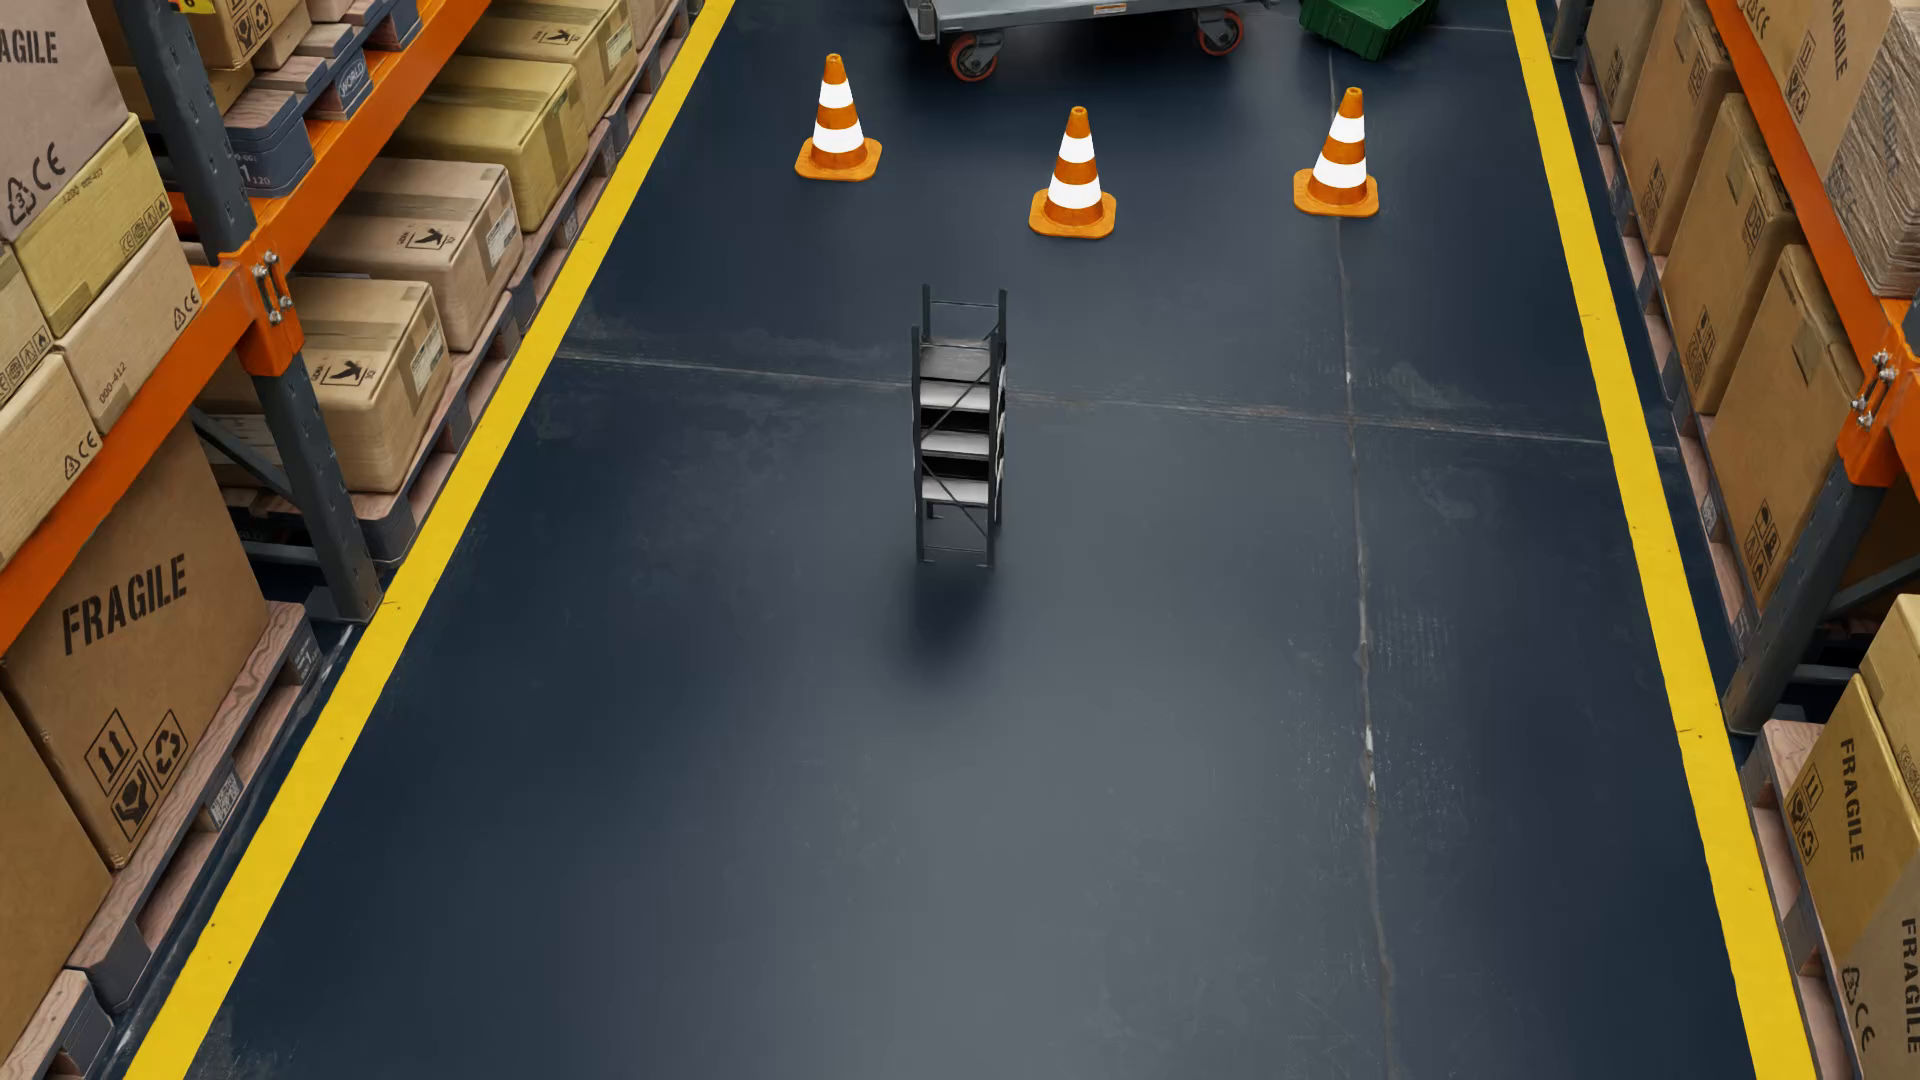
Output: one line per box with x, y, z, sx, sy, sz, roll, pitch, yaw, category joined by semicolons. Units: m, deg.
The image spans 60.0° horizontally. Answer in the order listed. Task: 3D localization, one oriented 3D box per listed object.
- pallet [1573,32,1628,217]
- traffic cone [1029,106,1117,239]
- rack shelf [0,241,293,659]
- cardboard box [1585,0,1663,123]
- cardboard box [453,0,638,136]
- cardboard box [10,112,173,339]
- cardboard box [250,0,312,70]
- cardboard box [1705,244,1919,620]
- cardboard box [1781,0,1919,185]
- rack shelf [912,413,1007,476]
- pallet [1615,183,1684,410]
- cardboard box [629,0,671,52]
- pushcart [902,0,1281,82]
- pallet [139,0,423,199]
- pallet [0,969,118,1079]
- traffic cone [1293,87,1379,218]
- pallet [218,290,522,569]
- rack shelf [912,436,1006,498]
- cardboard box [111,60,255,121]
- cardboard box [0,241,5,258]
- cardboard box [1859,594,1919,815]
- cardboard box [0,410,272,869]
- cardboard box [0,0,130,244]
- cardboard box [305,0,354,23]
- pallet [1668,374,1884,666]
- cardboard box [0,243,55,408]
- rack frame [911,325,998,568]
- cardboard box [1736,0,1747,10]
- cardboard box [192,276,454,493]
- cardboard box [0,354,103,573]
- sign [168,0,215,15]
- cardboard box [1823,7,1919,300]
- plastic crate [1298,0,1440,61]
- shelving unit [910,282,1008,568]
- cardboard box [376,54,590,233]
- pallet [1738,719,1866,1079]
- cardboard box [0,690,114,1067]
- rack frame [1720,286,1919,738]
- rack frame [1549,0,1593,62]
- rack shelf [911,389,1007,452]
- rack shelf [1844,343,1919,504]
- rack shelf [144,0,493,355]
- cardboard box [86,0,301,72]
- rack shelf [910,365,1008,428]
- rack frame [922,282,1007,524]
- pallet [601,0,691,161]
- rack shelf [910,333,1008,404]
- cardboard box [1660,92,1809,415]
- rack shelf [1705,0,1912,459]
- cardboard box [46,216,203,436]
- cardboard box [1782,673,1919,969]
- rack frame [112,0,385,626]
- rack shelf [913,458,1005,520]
3.165;-1.720;6.913;1.003;0.211;1.213;5;44;6;pallet
0.449;-1.464;6.459;0.336;0.463;0.334;5;44;6;traffic cone
-2.521;0.704;2.848;1.077;0.370;4.000;5;44;6;rack shelf
3.199;-2.169;6.690;1.050;0.750;0.750;5;44;5;cardboard box
-1.886;-1.996;6.782;0.950;0.372;0.625;8;44;8;cardboard box
-2.069;-0.694;3.546;0.500;0.250;0.500;5;44;5;cardboard box
-1.959;-1.375;4.398;0.380;0.149;0.250;3;44;3;cardboard box
2.833;-0.281;4.696;1.050;0.750;0.750;5;44;5;cardboard box
2.524;-1.246;4.312;0.500;0.500;0.500;5;44;6;cardboard box
-0.001;-0.297;4.958;0.258;0.077;0.200;5;44;6;rack shelf
3.006;-0.886;6.032;1.003;0.211;1.213;5;44;6;pallet
-1.795;-2.487;7.300;0.950;0.372;0.625;6;44;6;cardboard box
0.539;-2.521;7.638;1.648;0.377;0.936;-9;44;-9;pushcart
-2.268;-1.346;4.629;1.213;0.211;1.003;5;44;6;pallet
-2.599;1.452;3.563;1.003;0.211;1.213;5;44;6;pallet
1.518;-1.567;6.568;0.336;0.463;0.334;5;44;6;traffic cone
-2.152;-0.440;5.561;1.003;0.211;1.213;5;44;6;pallet
-0.001;-0.232;5.020;0.258;0.077;0.200;5;44;6;rack shelf
-2.029;-1.186;4.198;0.380;0.149;0.250;3;44;3;cardboard box
-2.125;-0.593;2.894;0.500;0.500;0.500;6;44;6;cardboard box
2.332;0.392;3.622;0.500;0.250;0.500;3;44;4;cardboard box
-2.430;0.162;4.137;0.875;0.875;0.875;5;44;5;cardboard box
-2.066;-0.943;3.264;0.500;0.500;0.500;4;44;4;cardboard box
-1.877;-1.558;4.591;0.380;0.149;0.250;3;44;3;cardboard box
2.842;-0.057;5.156;1.003;0.211;1.213;5;44;6;pallet
-2.133;-0.344;3.177;0.500;0.250;0.500;4;44;4;cardboard box
-0.015;-0.252;4.862;0.240;0.900;0.006;5;44;6;rack frame
2.654;-1.937;5.041;0.500;0.500;0.500;6;44;6;cardboard box
-2.172;-0.502;5.205;0.950;0.372;0.625;3;43;3;cardboard box
-2.118;-0.148;3.333;0.500;0.250;0.500;6;44;6;cardboard box
-1.706;-1.292;3.591;0.100;0.325;0.005;5;44;6;sign
2.457;-0.906;3.953;0.500;0.500;0.500;5;44;6;cardboard box
1.917;-2.502;7.714;0.450;0.188;0.662;35;53;18;plastic crate
-0.001;-0.321;4.935;0.258;0.900;0.210;5;44;6;shelving unit
-1.976;-1.522;6.282;0.950;0.372;0.625;7;44;7;cardboard box
2.559;1.006;4.034;1.003;0.211;1.213;5;44;6;pallet
-2.552;0.770;3.495;0.875;0.875;0.875;6;44;6;cardboard box
2.663;-0.539;3.637;1.000;3.000;0.127;5;44;6;rack frame
3.192;-3.265;6.516;1.000;3.000;0.127;5;44;6;rack frame
-0.001;-0.362;4.896;0.258;0.077;0.200;5;44;6;rack shelf
2.399;1.085;2.445;1.077;0.370;4.000;5;44;6;rack shelf
-1.992;-2.022;5.727;1.077;0.370;4.000;5;44;6;rack shelf
-1.968;-1.502;4.060;0.500;0.500;0.500;4;44;4;cardboard box
-0.001;-0.428;4.834;0.258;0.077;0.200;5;44;6;rack shelf
0.012;-0.391;5.008;0.240;0.900;0.006;5;44;6;rack frame
-1.829;-2.103;7.317;1.003;0.211;1.213;5;44;6;pallet
-0.001;-0.493;4.772;0.258;0.077;0.200;5;44;6;rack shelf
2.945;-0.877;5.326;1.050;0.750;0.750;6;44;6;cardboard box
2.928;-1.641;5.324;1.077;0.370;4.000;5;44;6;rack shelf
-2.066;-0.497;3.702;0.500;0.250;0.500;4;44;4;cardboard box
2.317;0.675;3.868;0.500;0.500;0.500;4;44;4;cardboard box
-2.256;-0.920;4.040;1.000;3.000;0.127;5;44;6;rack frame
-0.001;-0.166;5.081;0.258;0.077;0.200;5;44;6;rack shelf
